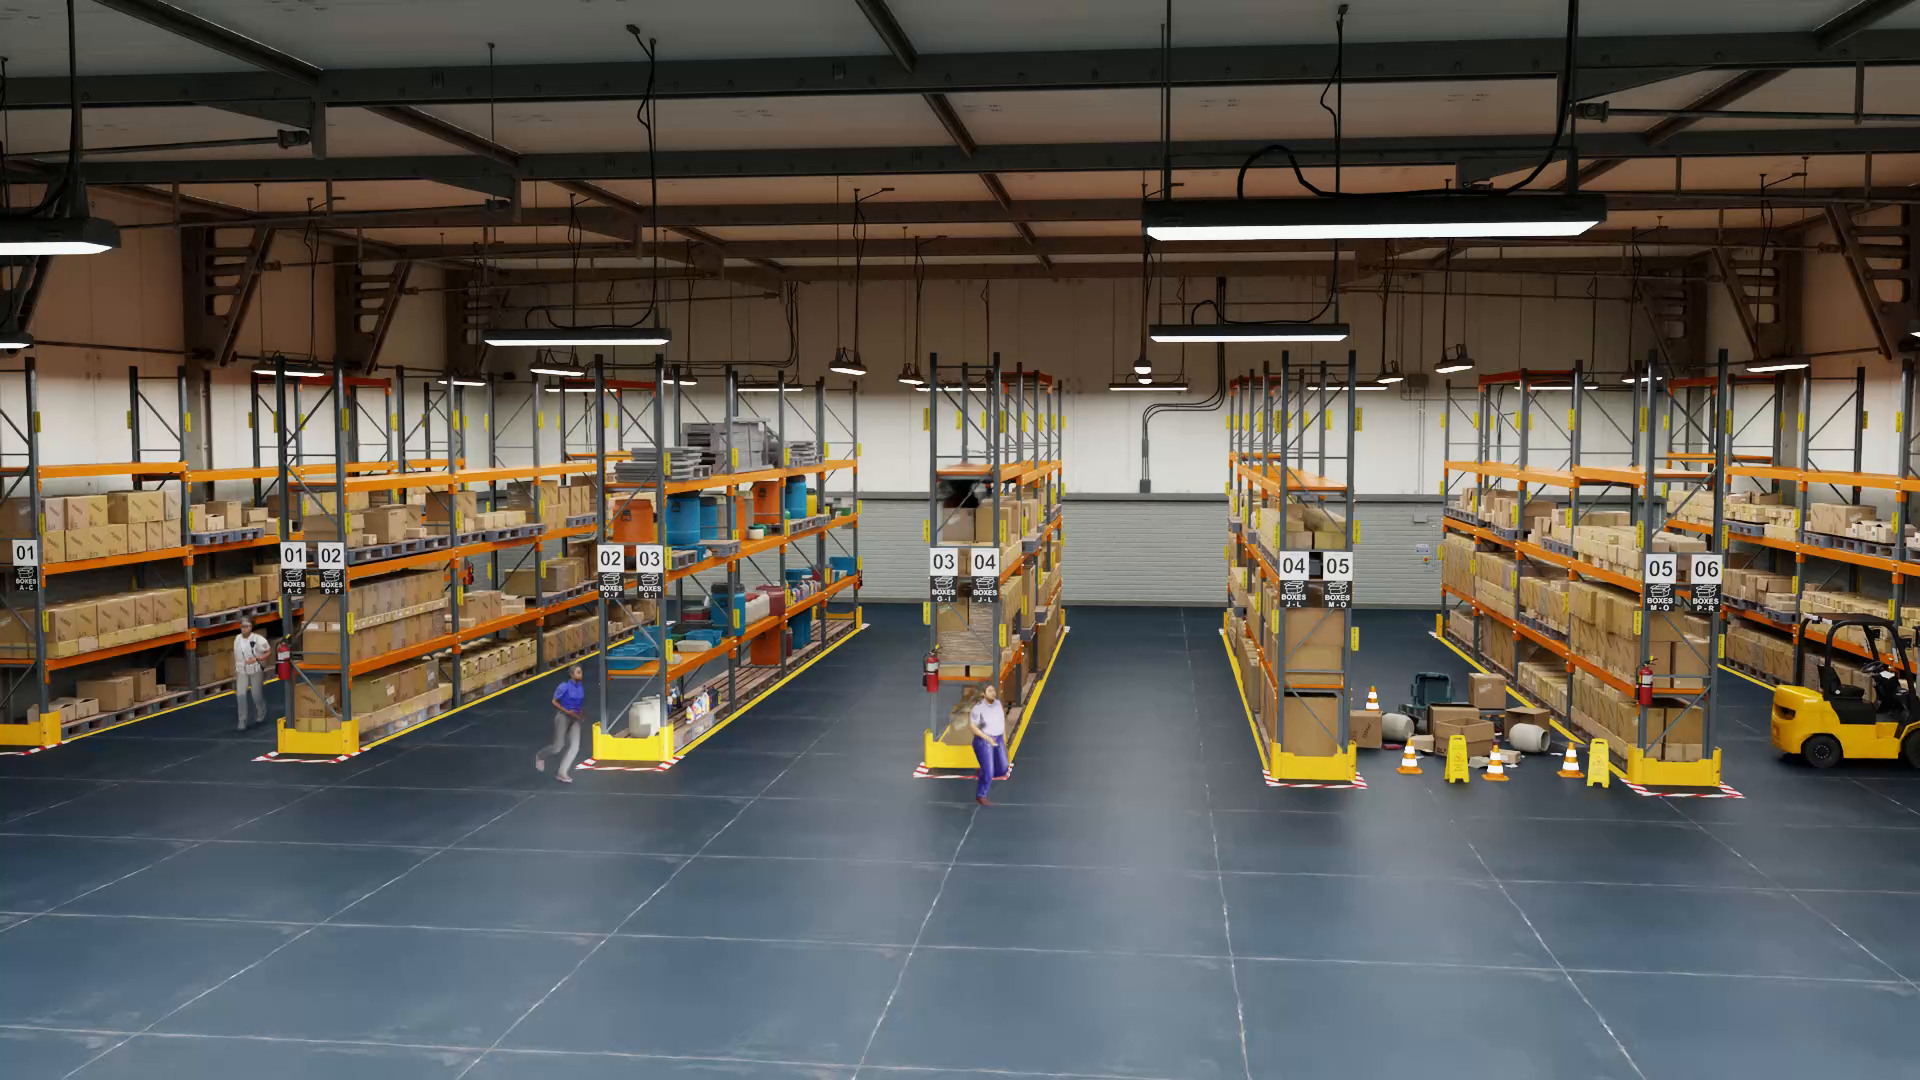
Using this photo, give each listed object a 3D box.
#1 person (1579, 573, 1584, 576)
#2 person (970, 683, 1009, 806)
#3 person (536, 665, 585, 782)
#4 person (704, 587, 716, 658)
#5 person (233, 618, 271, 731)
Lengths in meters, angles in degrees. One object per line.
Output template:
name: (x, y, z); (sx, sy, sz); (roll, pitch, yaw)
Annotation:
person: (13.342, 1.579, 35.943); (0.719, 1.749, 0.616); (0, 4, 5)
person: (0.388, 2.676, 21.819); (0.632, 1.602, 0.616); (-3, 5, -37)
person: (-5.551, 2.566, 23.489); (0.765, 1.582, 0.628); (3, 5, 38)
person: (-5.227, 1.725, 35.516); (0.522, 1.554, 0.598); (0, 4, 3)
person: (-11.654, 2.183, 27.389); (0.653, 1.842, 0.830); (0, 4, -4)
